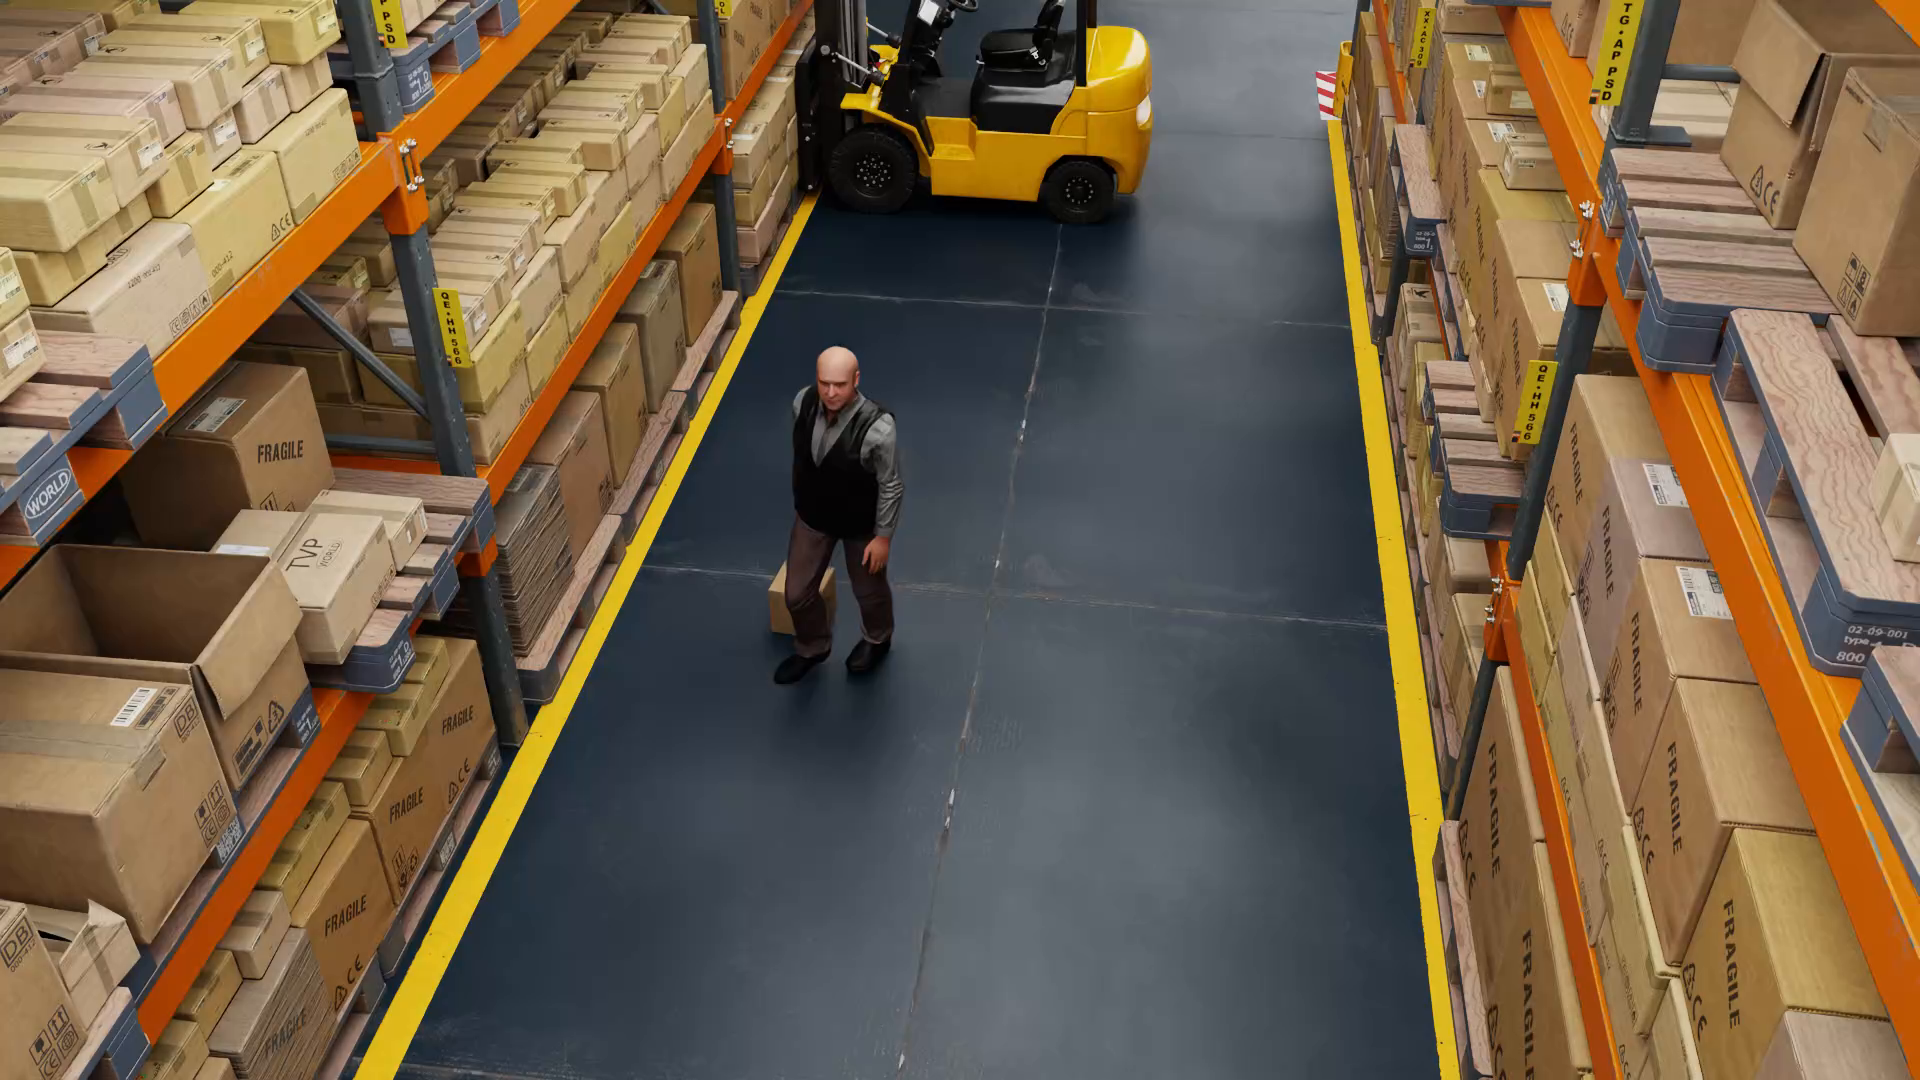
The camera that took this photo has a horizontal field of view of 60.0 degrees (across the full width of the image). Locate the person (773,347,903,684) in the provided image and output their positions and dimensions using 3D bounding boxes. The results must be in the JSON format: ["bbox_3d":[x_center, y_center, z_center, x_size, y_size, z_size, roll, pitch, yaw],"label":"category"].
[{"bbox_3d":[-0.493,-0.094,7.182,0.615,1.747,0.527,16,39,21],"label":"person"}]
